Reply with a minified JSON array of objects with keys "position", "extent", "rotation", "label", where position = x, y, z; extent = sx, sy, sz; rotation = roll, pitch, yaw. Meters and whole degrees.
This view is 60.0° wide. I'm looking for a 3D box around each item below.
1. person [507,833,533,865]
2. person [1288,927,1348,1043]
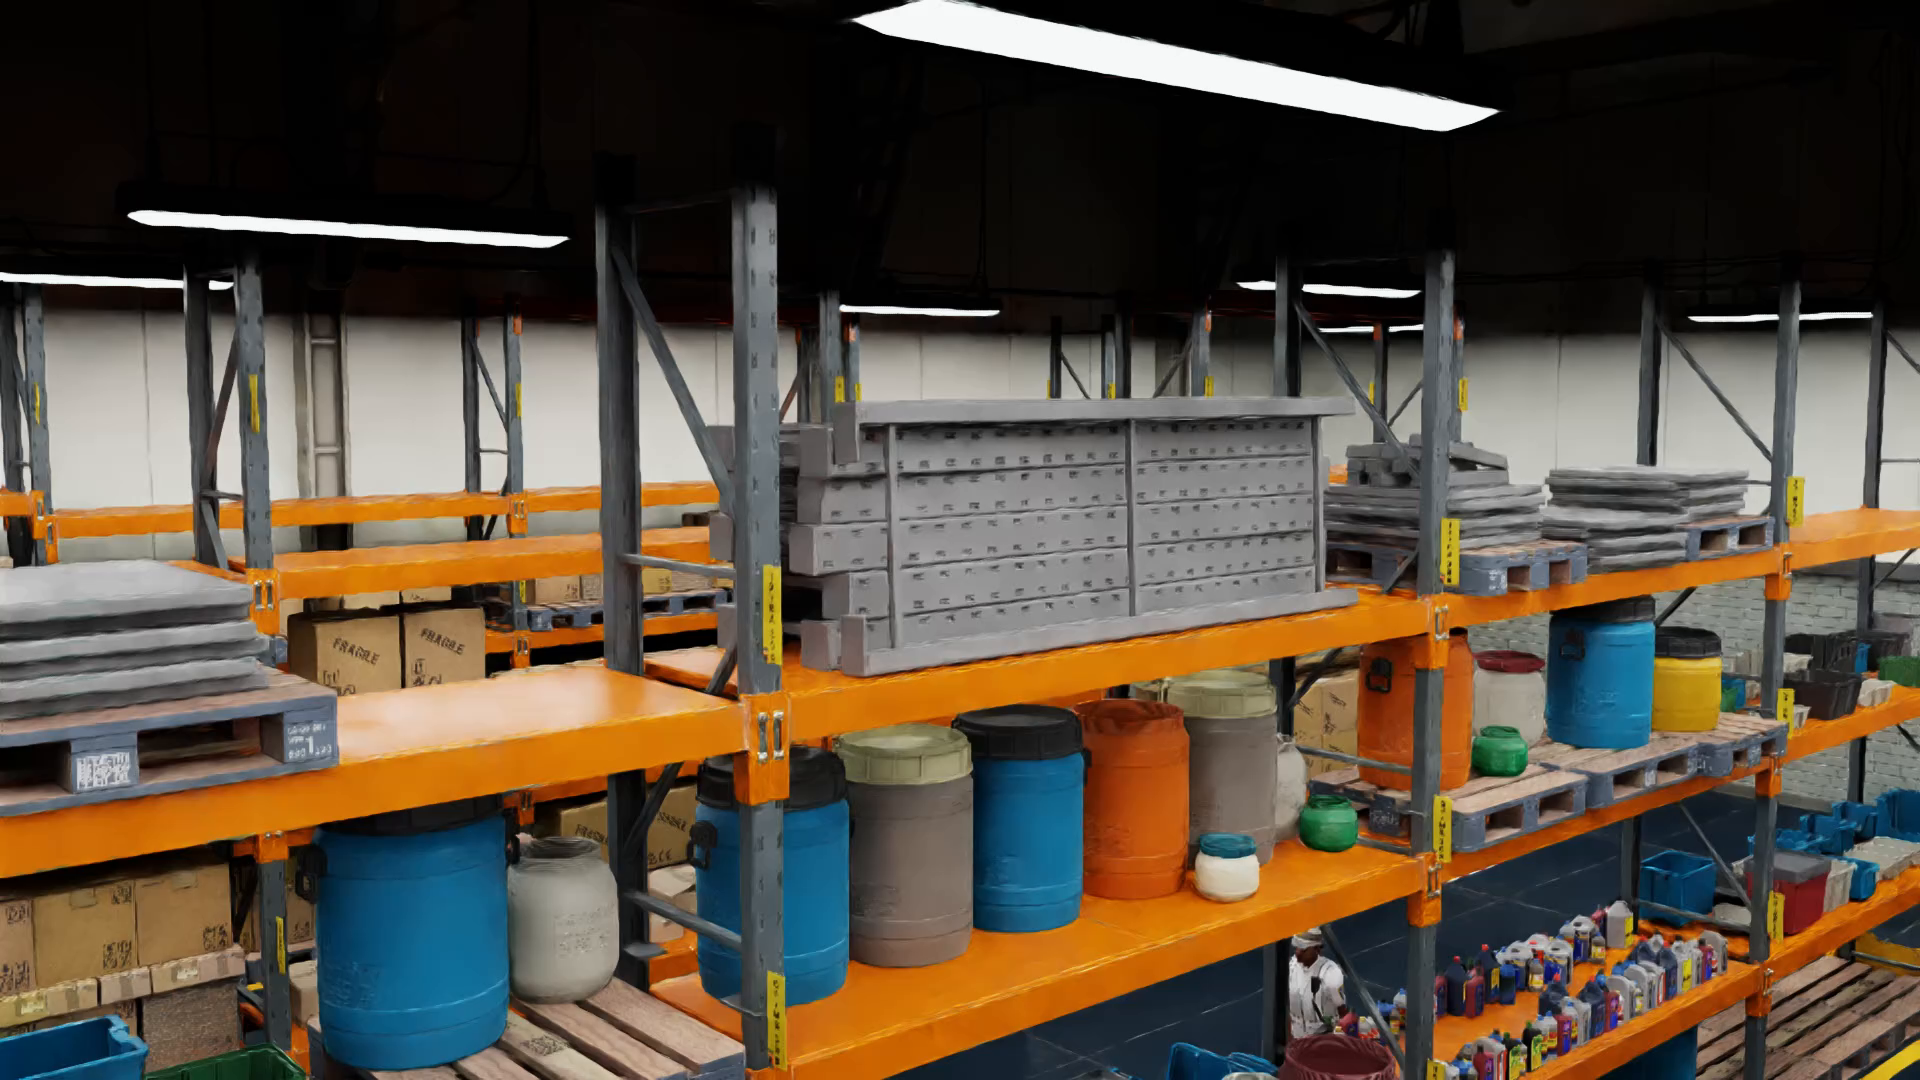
[{"position":[-3.250,3.091,12.876],"extent":[0.546,1.733,0.729],"rotation":[-5,7,-42],"label":"person"},{"position":[2.351,3.304,11.081],"extent":[1.088,1.576,0.456],"rotation":[-4,7,-38],"label":"person"}]
